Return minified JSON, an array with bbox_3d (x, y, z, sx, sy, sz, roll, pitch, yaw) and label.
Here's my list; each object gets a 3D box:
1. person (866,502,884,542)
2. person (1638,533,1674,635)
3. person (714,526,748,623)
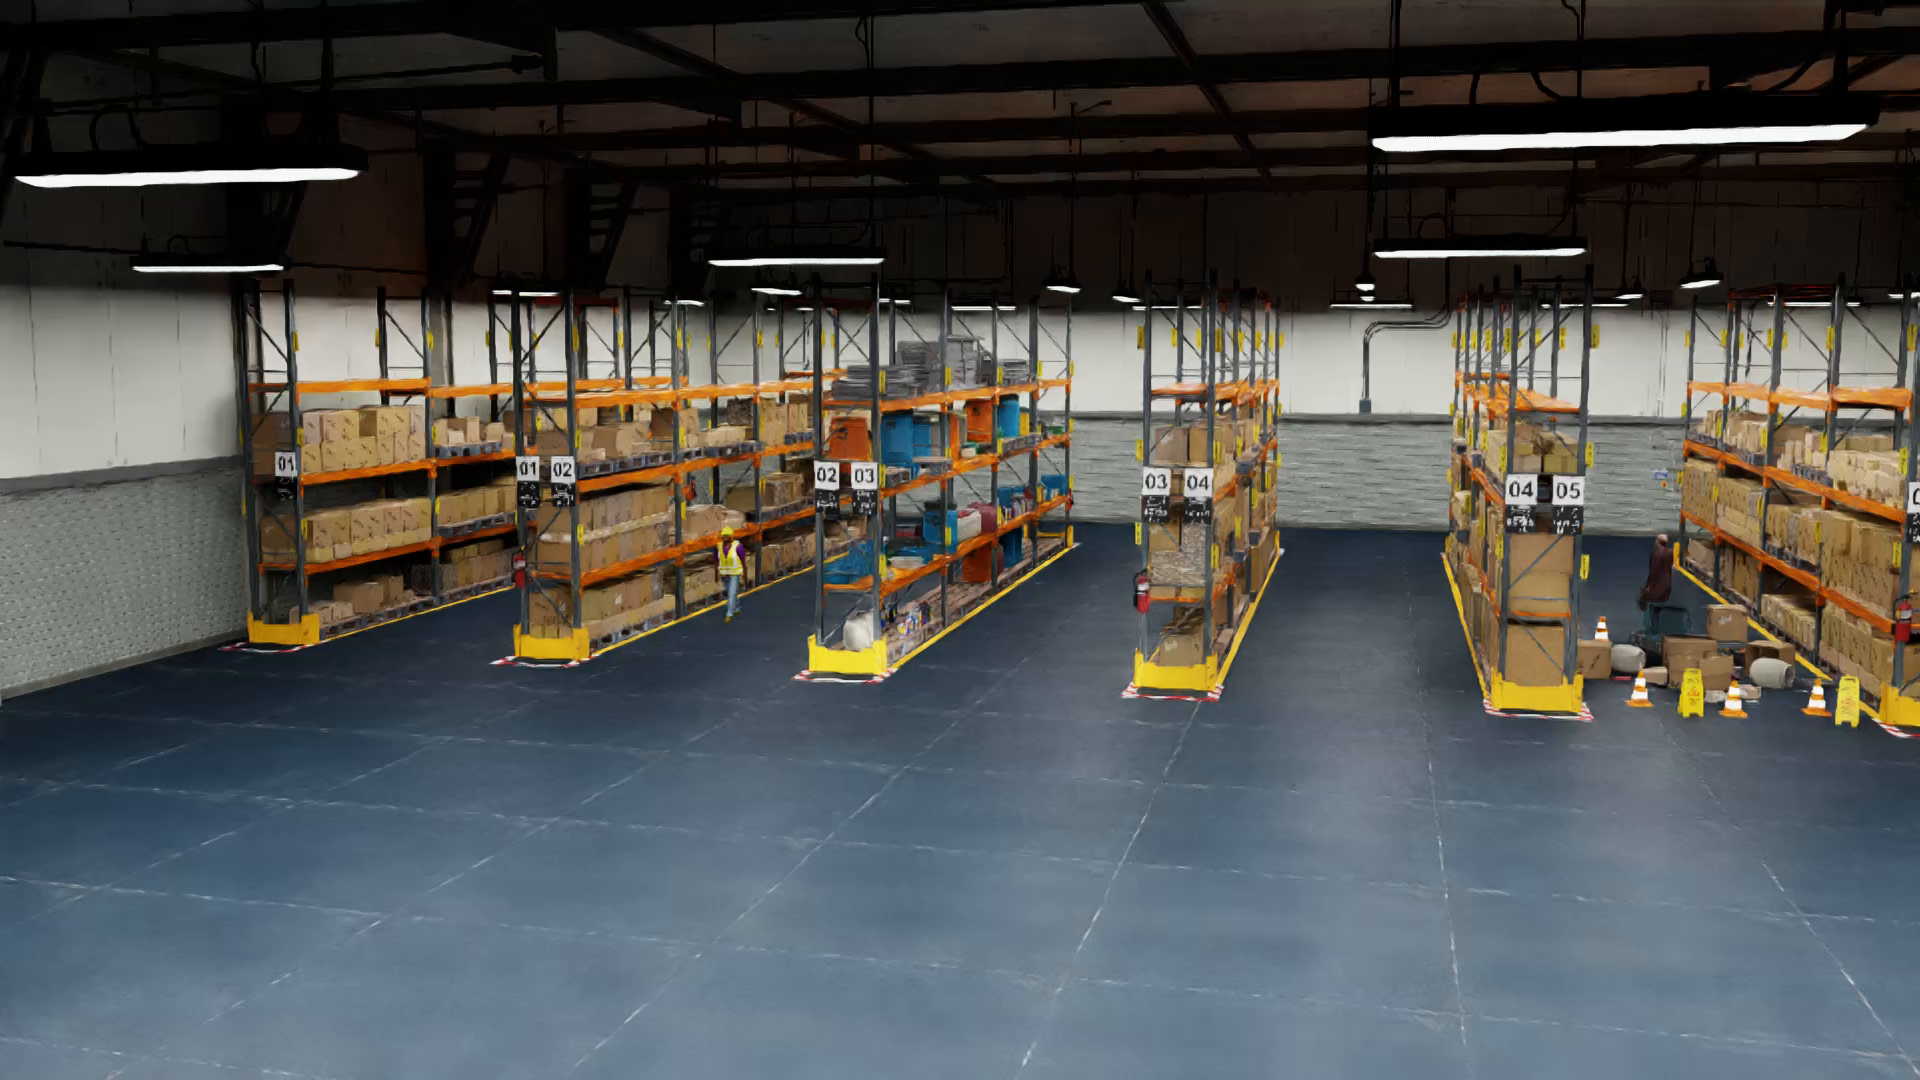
[{"bbox_3d":[-1.967,-0.425,38.629,0.461,1.596,0.999,2,7,12],"label":"person"},{"bbox_3d":[11.675,0.765,27.865,0.640,1.771,0.679,6,9,43],"label":"person"},{"bbox_3d":[-4.142,0.591,29.751,0.577,1.691,1.121,2,7,16],"label":"person"}]
